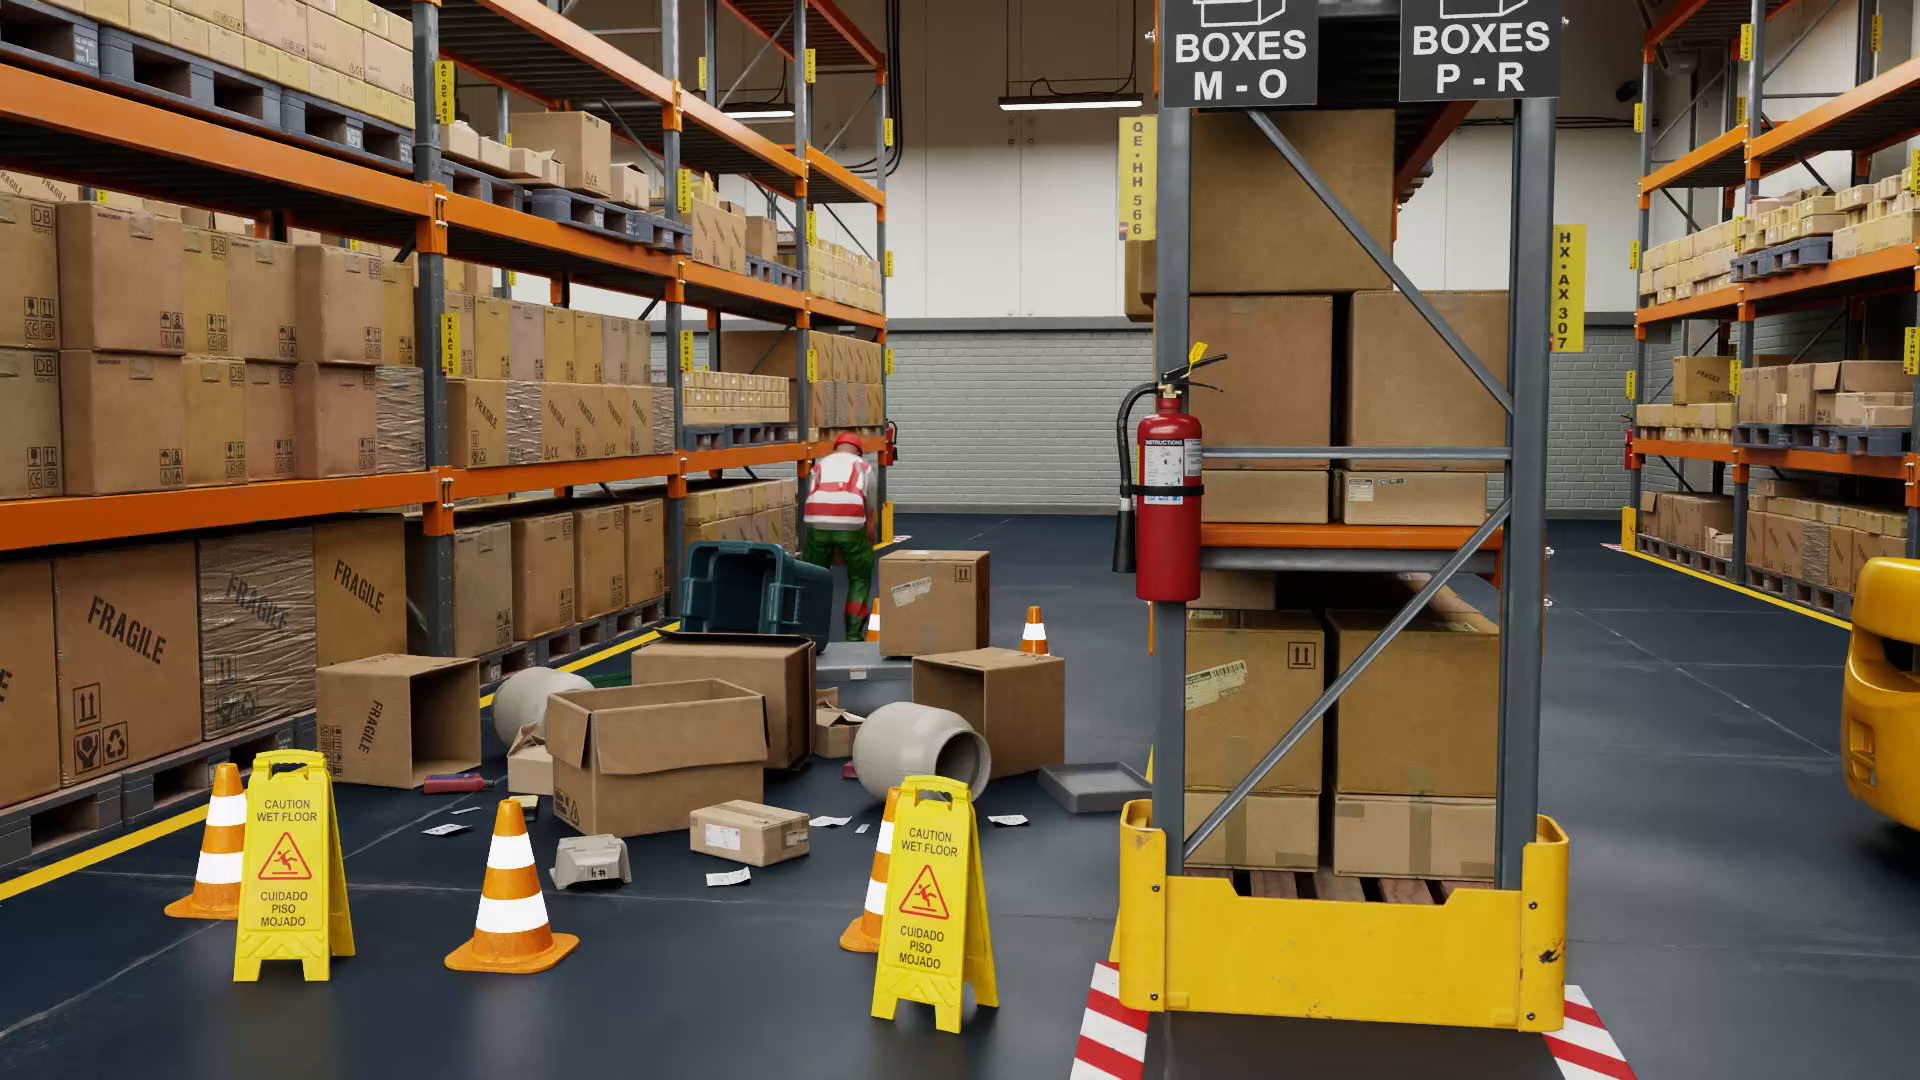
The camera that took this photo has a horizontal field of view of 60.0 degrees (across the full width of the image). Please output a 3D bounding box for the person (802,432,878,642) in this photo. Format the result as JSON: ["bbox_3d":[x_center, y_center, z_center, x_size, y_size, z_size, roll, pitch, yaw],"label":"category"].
[{"bbox_3d":[-0.793,0.017,11.198,0.492,1.478,0.851,1,4,7],"label":"person"}]
